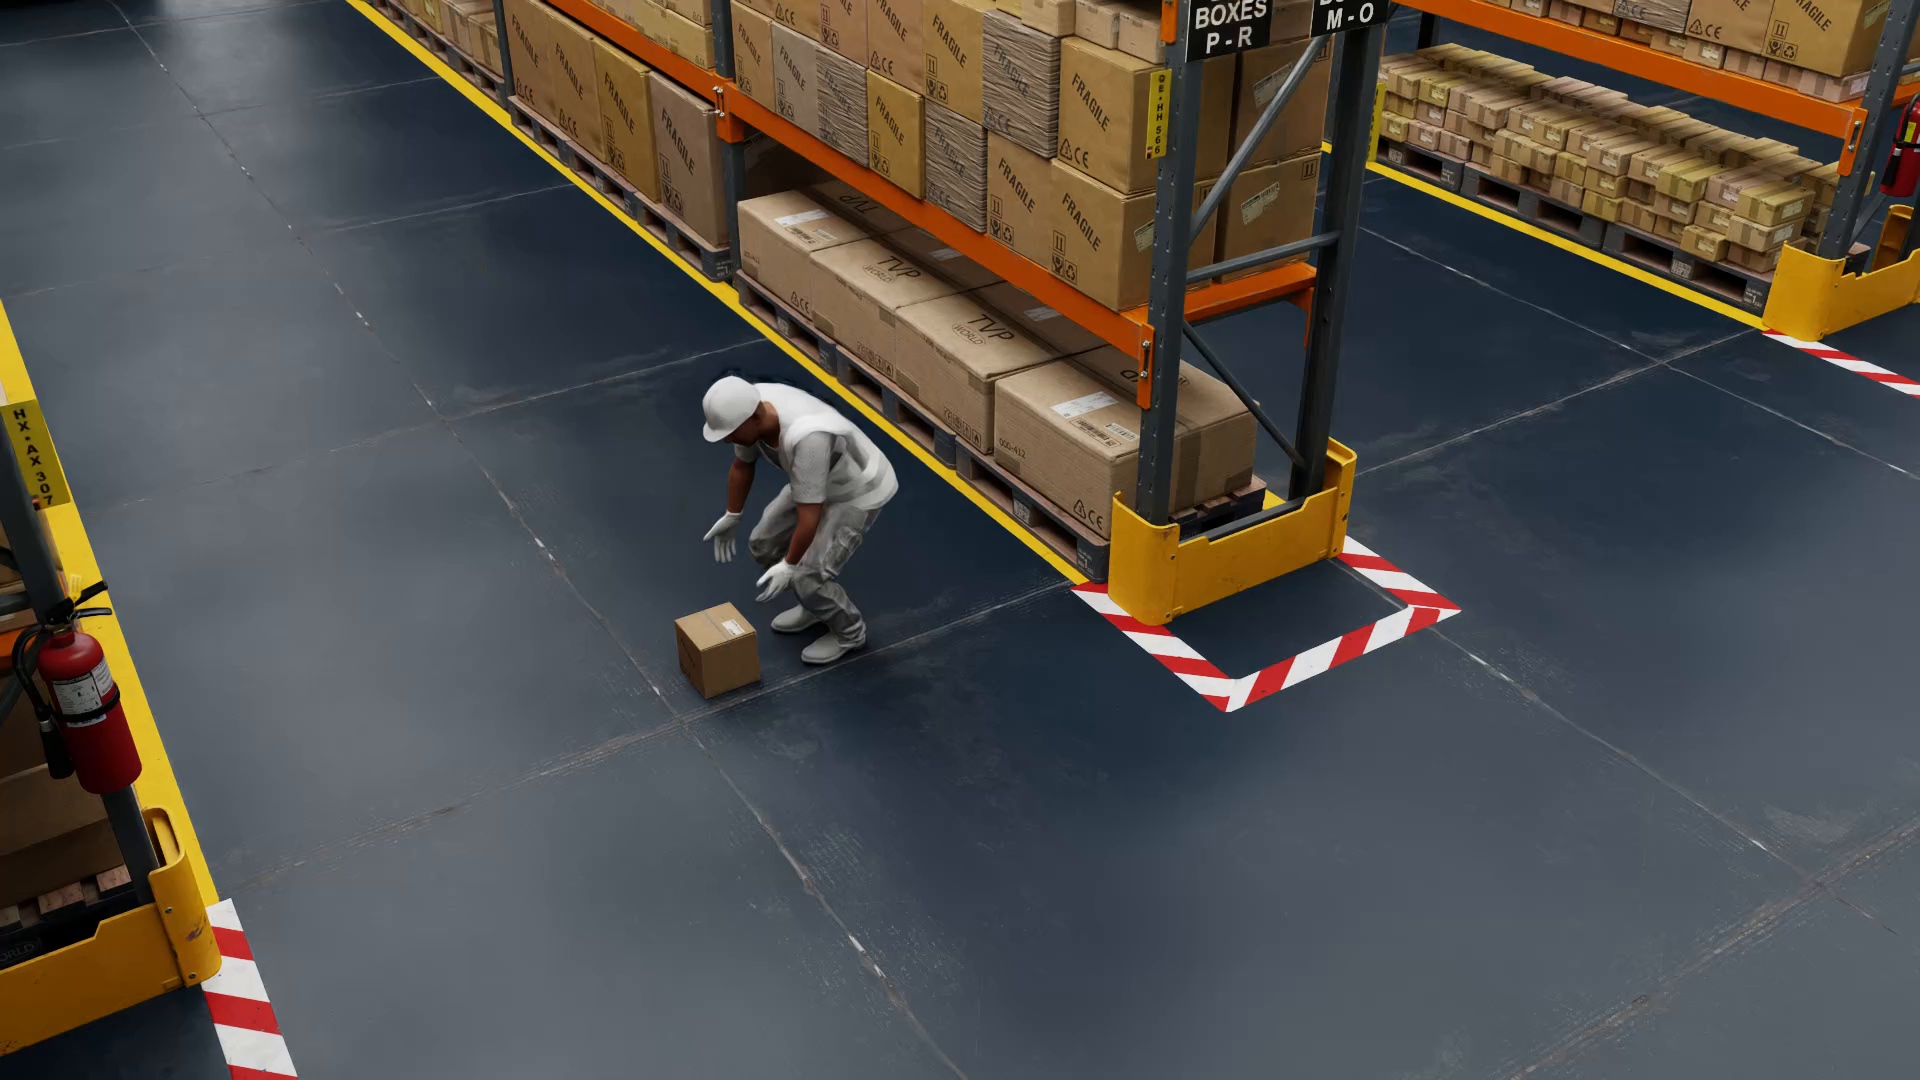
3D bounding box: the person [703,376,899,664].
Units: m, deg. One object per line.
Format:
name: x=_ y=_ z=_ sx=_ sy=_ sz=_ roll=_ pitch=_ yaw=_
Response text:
person: x=-0.627 y=-0.117 z=6.711 sx=0.803 sy=1.349 sz=0.612 roll=-19 pitch=37 yaw=-27
